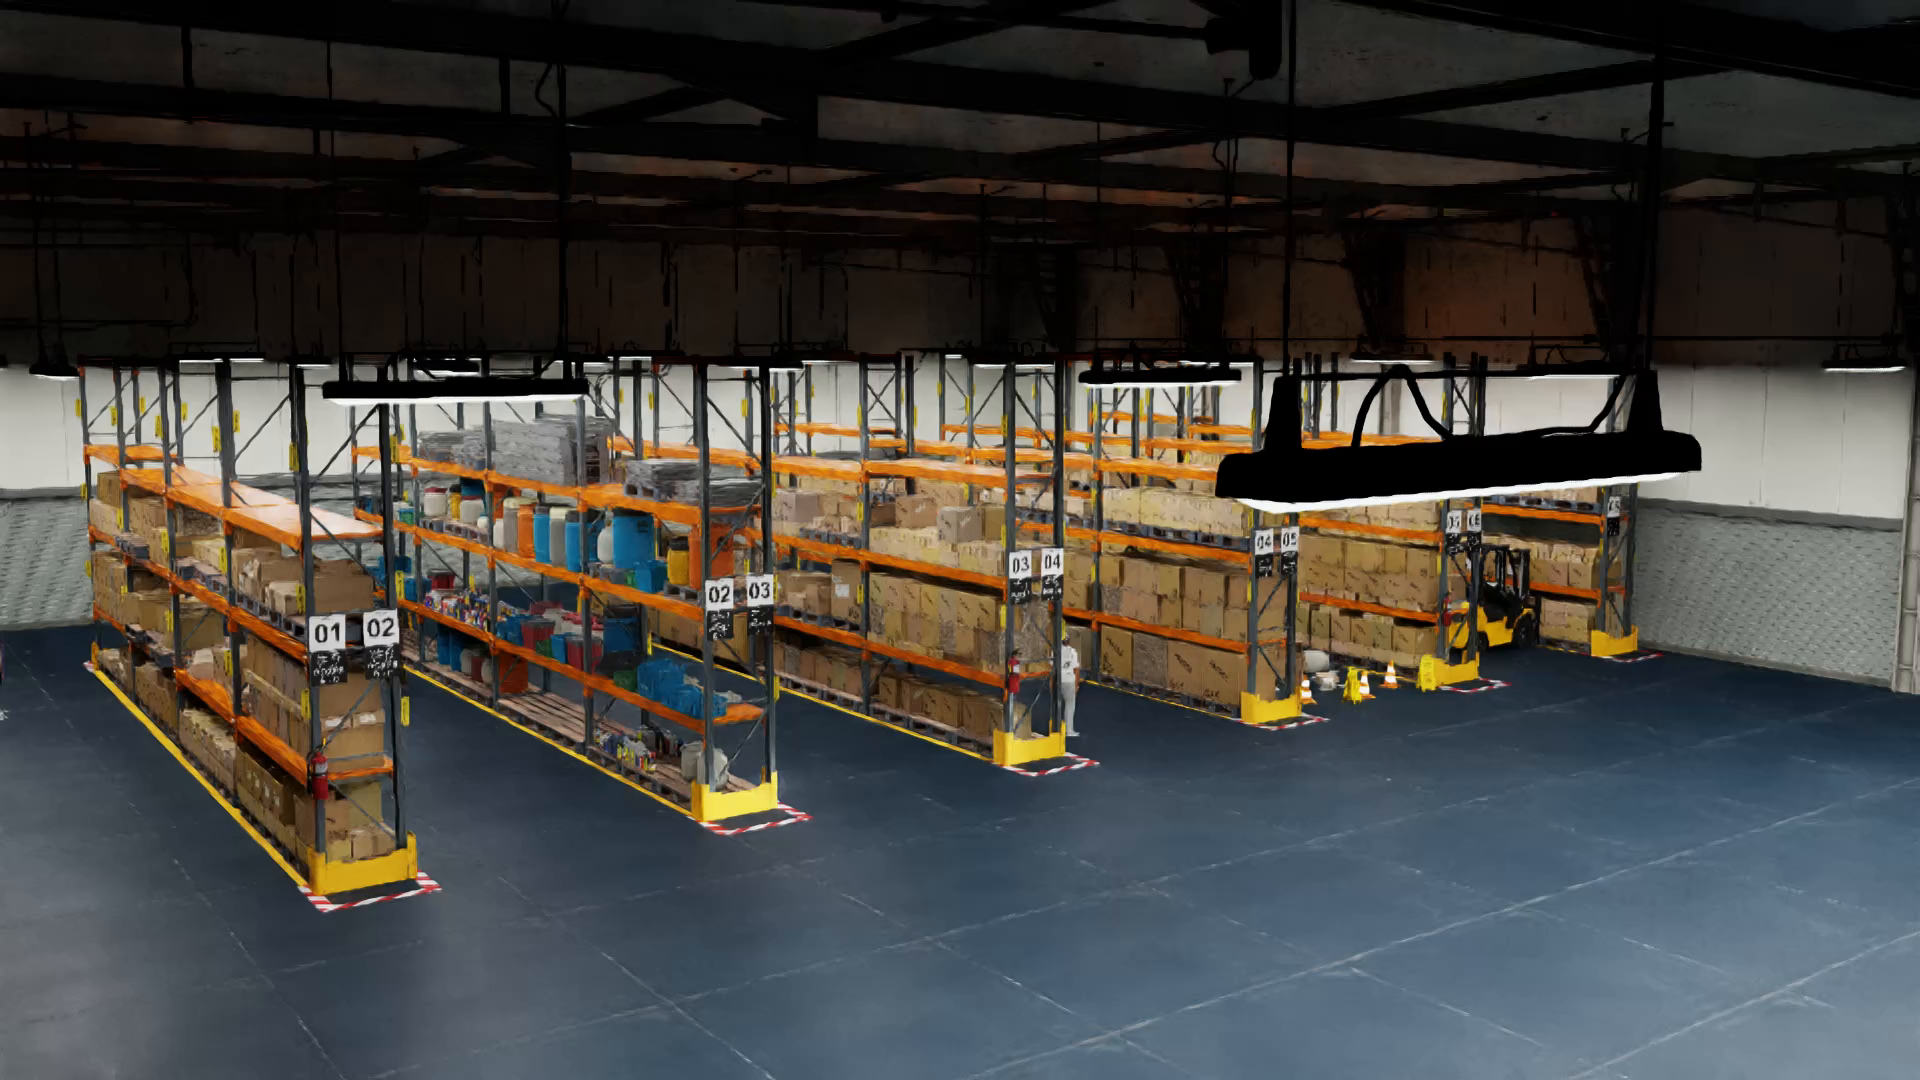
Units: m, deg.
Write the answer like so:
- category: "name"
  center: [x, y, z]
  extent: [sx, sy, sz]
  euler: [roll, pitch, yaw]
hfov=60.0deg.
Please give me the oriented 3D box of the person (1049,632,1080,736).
- category: "person"
  center: [1.667, 2.284, 26.546]
  extent: [0.530, 1.668, 0.450]
  euler: [3, 8, 26]

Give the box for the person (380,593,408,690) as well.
- category: "person"
  center: [-10.282, 1.801, 29.982]
  extent: [0.630, 1.773, 0.677]
  euler: [-1, 7, -7]

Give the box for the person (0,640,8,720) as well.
- category: "person"
  center: [-16.061, 2.173, 27.700]
  extent: [0.502, 1.598, 0.419]
  euler: [4, 8, 32]
